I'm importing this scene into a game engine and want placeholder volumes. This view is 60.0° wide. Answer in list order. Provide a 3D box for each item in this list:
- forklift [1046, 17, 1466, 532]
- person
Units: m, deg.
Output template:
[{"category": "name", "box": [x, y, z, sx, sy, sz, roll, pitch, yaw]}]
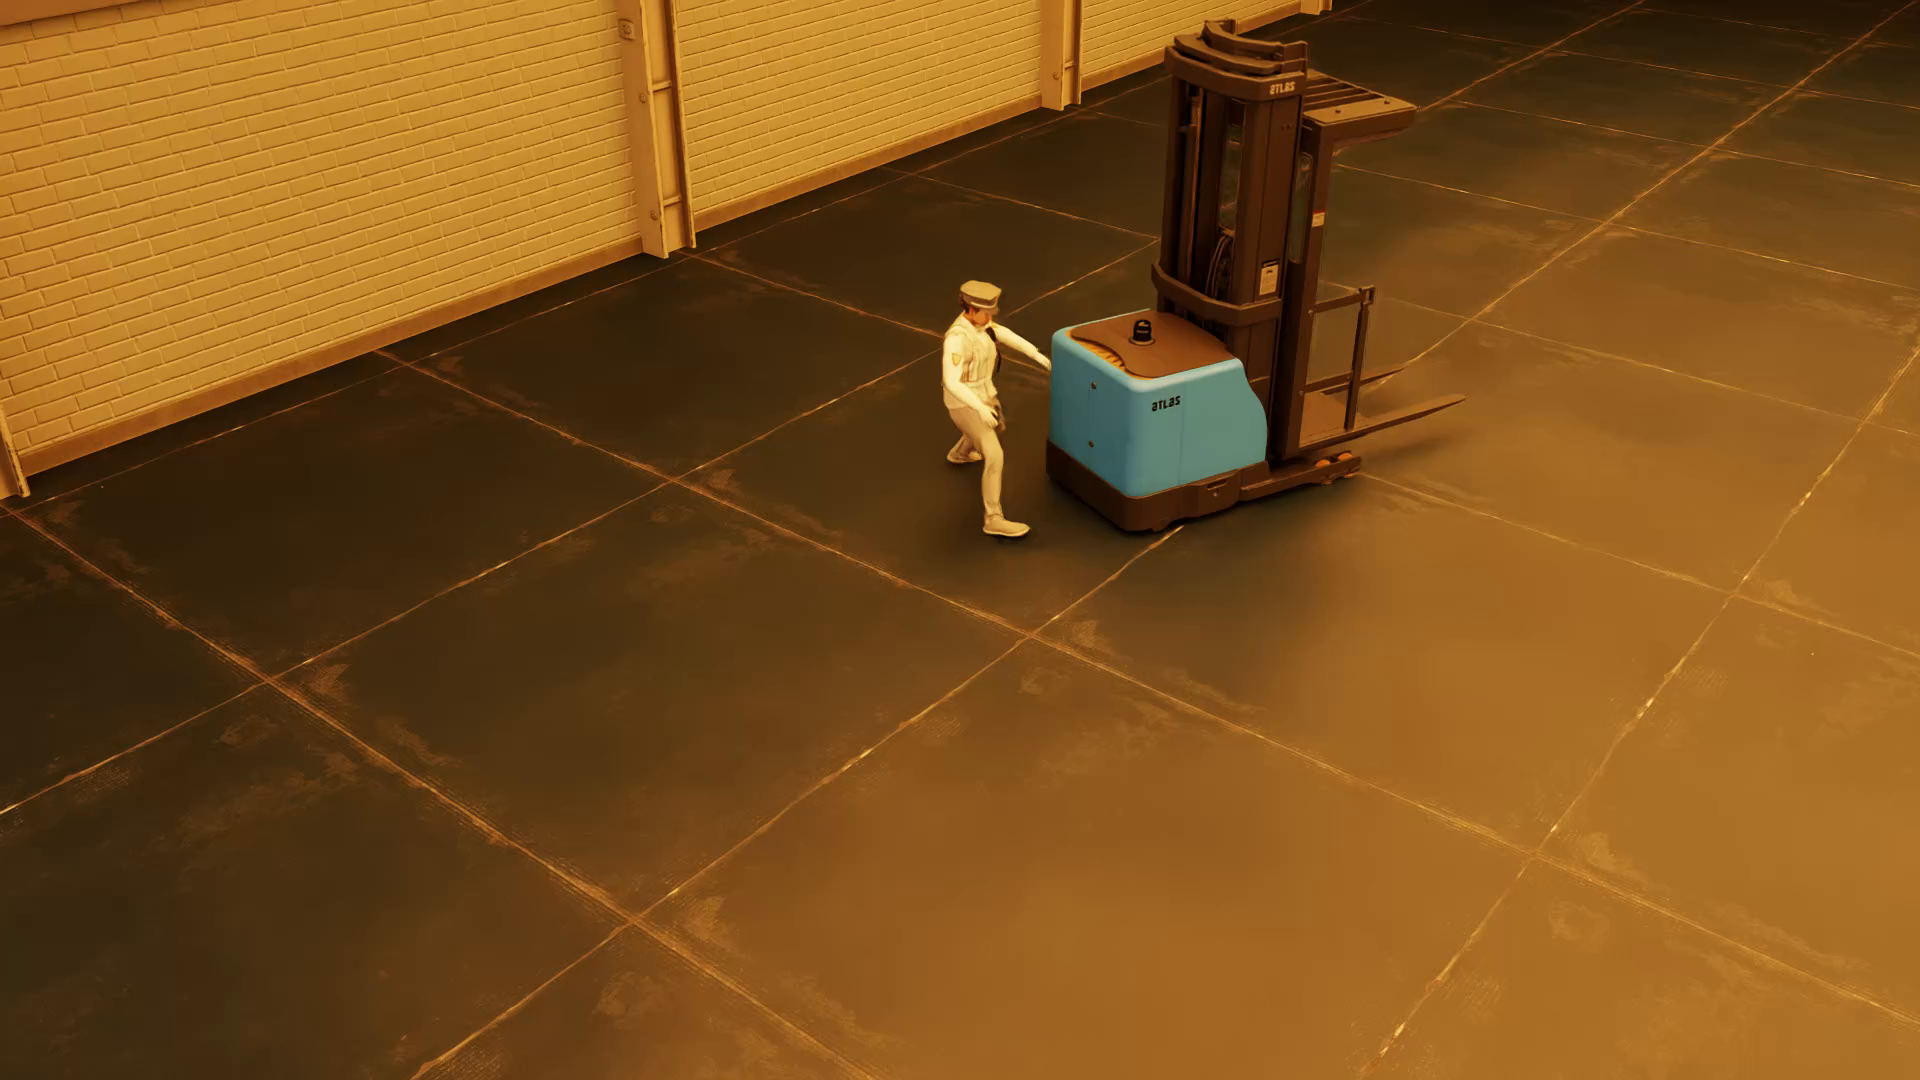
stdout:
[{"category": "forklift", "box": [2.110, -1.848, 10.757, 3.031, 2.935, 1.130, -16, 34, -26]}, {"category": "person", "box": [0.190, -0.916, 10.635, 0.928, 1.518, 1.001, 14, 33, 23]}]
